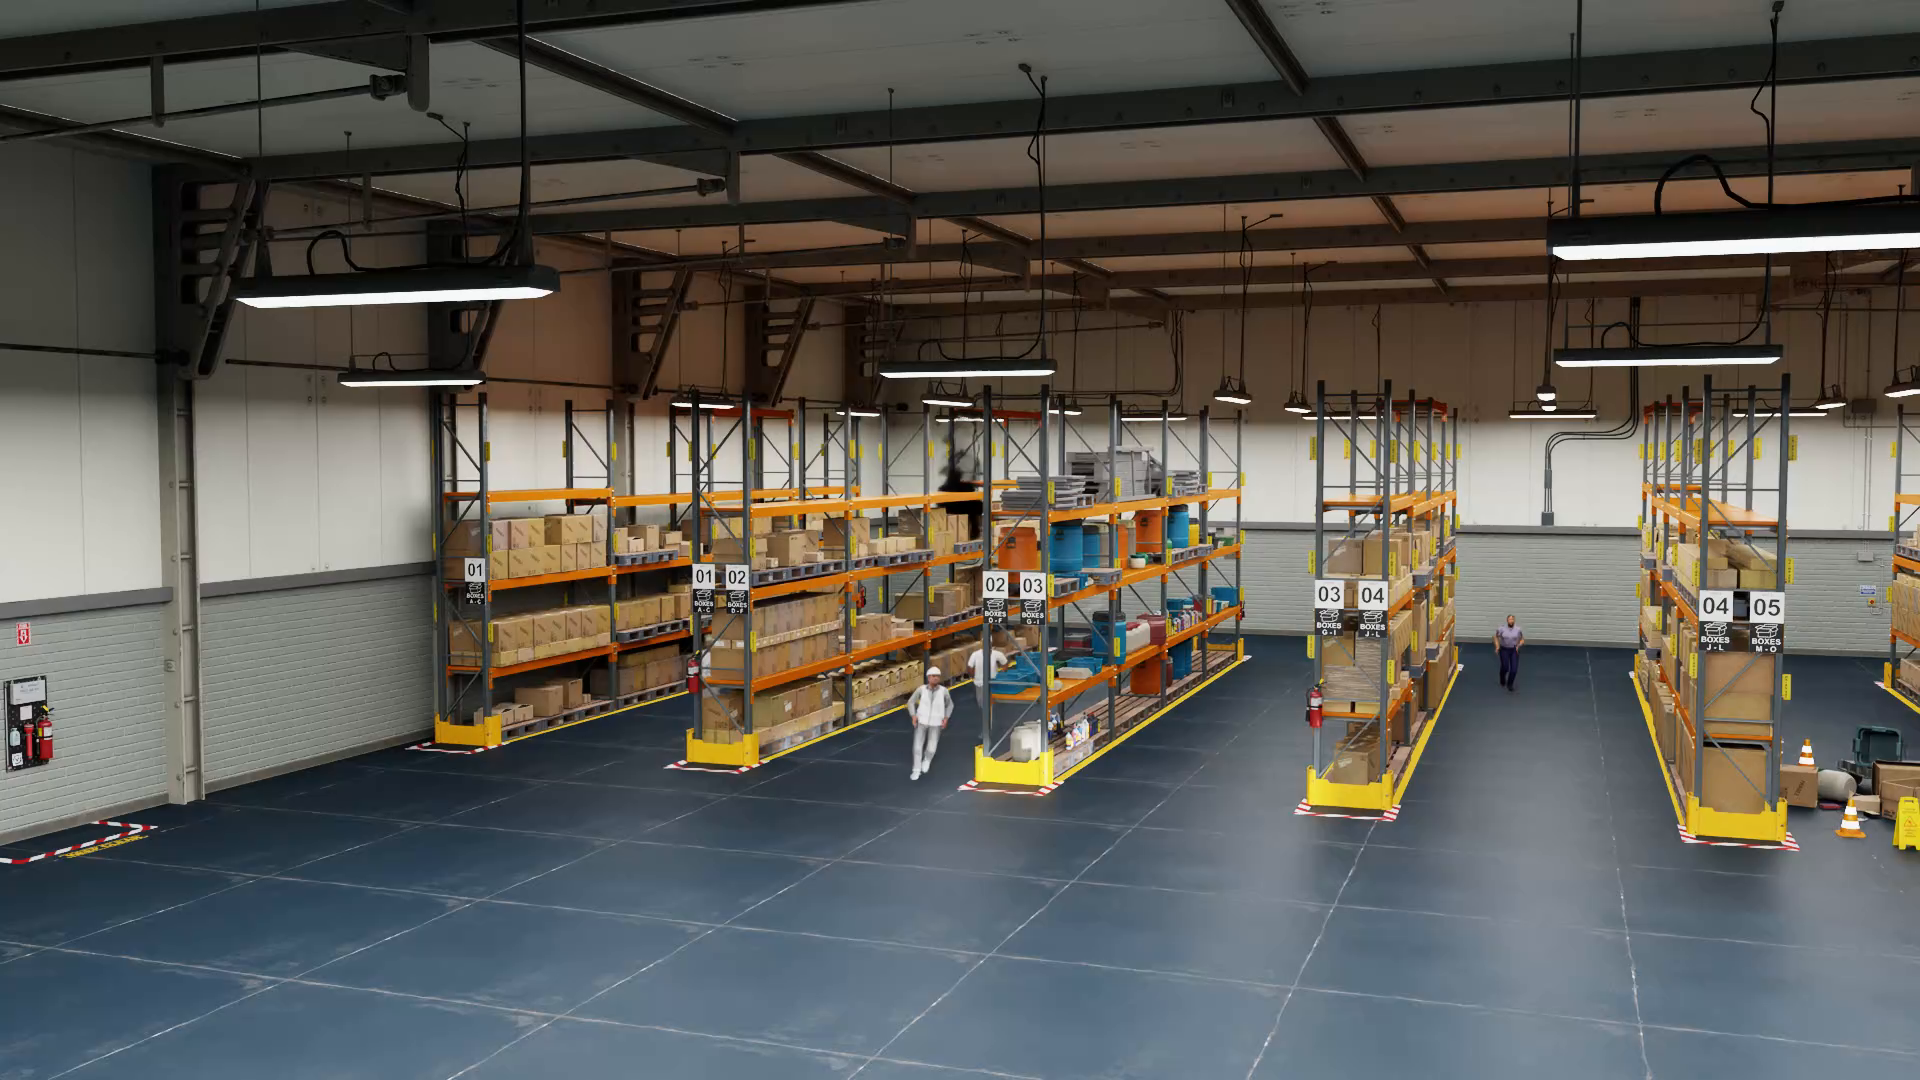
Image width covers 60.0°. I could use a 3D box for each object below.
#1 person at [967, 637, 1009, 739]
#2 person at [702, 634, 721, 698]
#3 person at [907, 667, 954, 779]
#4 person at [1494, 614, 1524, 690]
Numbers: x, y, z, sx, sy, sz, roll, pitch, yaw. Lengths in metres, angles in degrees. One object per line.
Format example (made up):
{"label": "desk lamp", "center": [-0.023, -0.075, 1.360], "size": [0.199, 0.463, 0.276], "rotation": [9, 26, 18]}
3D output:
{"label": "person", "center": [0.458, 2.537, 29.091], "size": [0.705, 1.758, 0.911], "rotation": [1, 3, 17]}
{"label": "person", "center": [-4.467, 2.546, 29.622], "size": [0.650, 1.744, 0.602], "rotation": [1, 3, 10]}
{"label": "person", "center": [-0.453, 2.800, 25.436], "size": [0.712, 1.719, 0.520], "rotation": [0, 3, 0]}
{"label": "person", "center": [11.491, 2.355, 34.765], "size": [0.594, 1.601, 0.582], "rotation": [1, 3, 12]}
